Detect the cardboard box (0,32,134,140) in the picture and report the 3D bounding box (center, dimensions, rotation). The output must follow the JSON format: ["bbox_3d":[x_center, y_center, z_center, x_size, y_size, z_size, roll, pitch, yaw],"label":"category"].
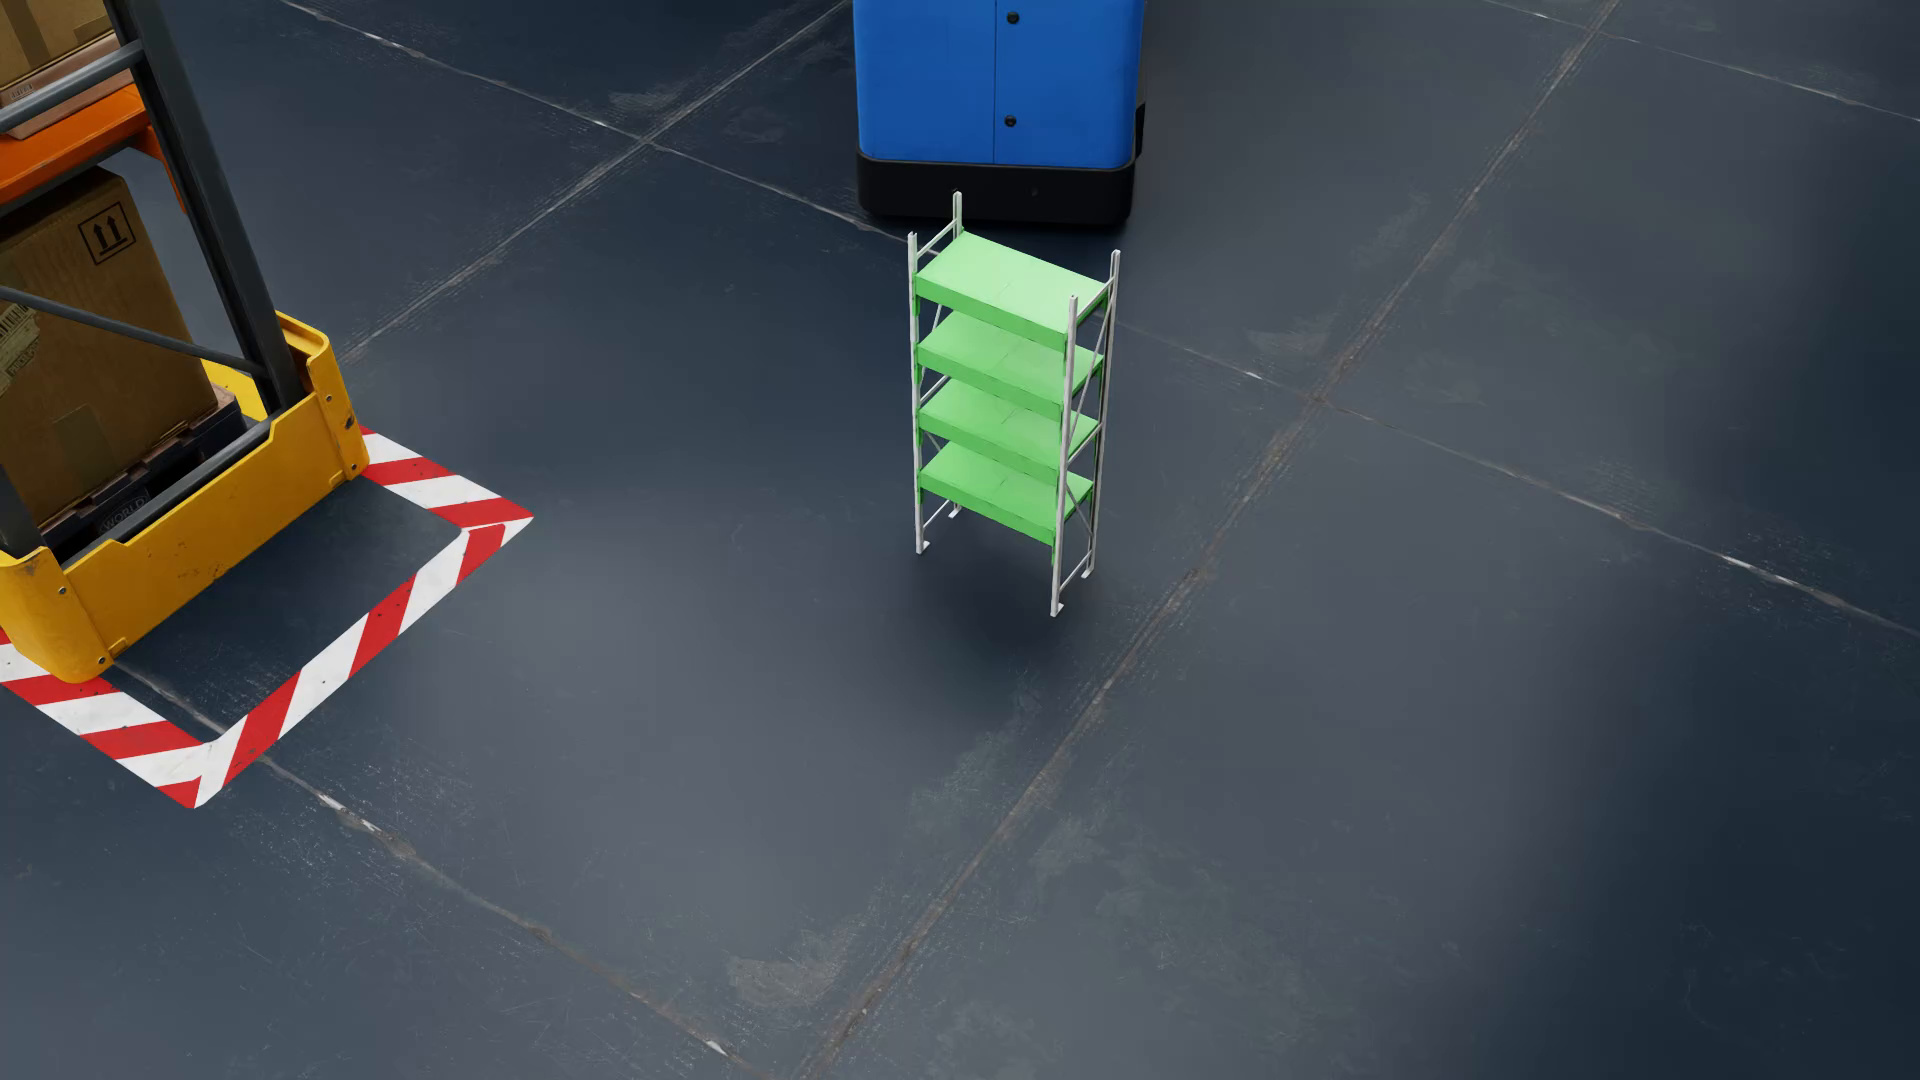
[{"bbox_3d":[-2.528,-1.286,4.583,0.250,0.149,0.380,25,51,23],"label":"cardboard box"}]

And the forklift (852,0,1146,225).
[{"bbox_3d":[0.238,-3.272,6.386,1.130,2.935,3.031,3,46,3],"label":"forklift"}]

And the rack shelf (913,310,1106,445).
[{"bbox_3d":[0.139,-0.477,4.631,0.480,0.148,0.258,25,51,22],"label":"rack shelf"}]

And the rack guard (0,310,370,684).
[{"bbox_3d":[-2.387,-0.156,5.053,0.348,0.500,1.175,25,51,22],"label":"rack guard"}]

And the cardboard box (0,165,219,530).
[{"bbox_3d":[-2.989,-0.642,4.971,0.875,0.875,0.875,25,51,22],"label":"cardboard box"}]

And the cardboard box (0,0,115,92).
[{"bbox_3d":[-2.666,-1.437,4.452,0.500,0.250,0.500,23,50,21],"label":"cardboard box"}]

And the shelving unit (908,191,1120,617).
[{"bbox_3d":[0.139,-0.354,4.757,0.503,1.200,0.258,25,51,22],"label":"shelving unit"}]

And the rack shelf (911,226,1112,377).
[{"bbox_3d":[0.139,-0.644,4.459,0.480,0.148,0.258,25,51,22],"label":"rack shelf"}]

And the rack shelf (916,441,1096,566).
[{"bbox_3d":[0.139,-0.142,4.975,0.480,0.148,0.258,25,51,22],"label":"rack shelf"}]

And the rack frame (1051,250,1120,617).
[{"bbox_3d":[0.345,-0.260,4.666,0.015,1.200,0.240,25,51,22],"label":"rack frame"}]

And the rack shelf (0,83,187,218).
[{"bbox_3d":[-4.091,-1.560,5.176,4.000,0.370,1.077,25,51,22],"label":"rack shelf"}]

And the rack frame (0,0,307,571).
[{"bbox_3d":[-2.407,-1.037,4.166,0.127,3.000,1.000,25,51,22],"label":"rack frame"}]

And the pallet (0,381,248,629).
[{"bbox_3d":[-3.123,-0.327,5.421,1.213,0.211,1.003,25,51,22],"label":"pallet"}]

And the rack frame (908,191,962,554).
[{"bbox_3d":[-0.066,-0.449,4.849,0.015,1.200,0.240,25,51,22],"label":"rack frame"}]

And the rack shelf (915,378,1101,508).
[{"bbox_3d":[0.139,-0.310,4.803,0.480,0.148,0.258,25,51,22],"label":"rack shelf"}]
